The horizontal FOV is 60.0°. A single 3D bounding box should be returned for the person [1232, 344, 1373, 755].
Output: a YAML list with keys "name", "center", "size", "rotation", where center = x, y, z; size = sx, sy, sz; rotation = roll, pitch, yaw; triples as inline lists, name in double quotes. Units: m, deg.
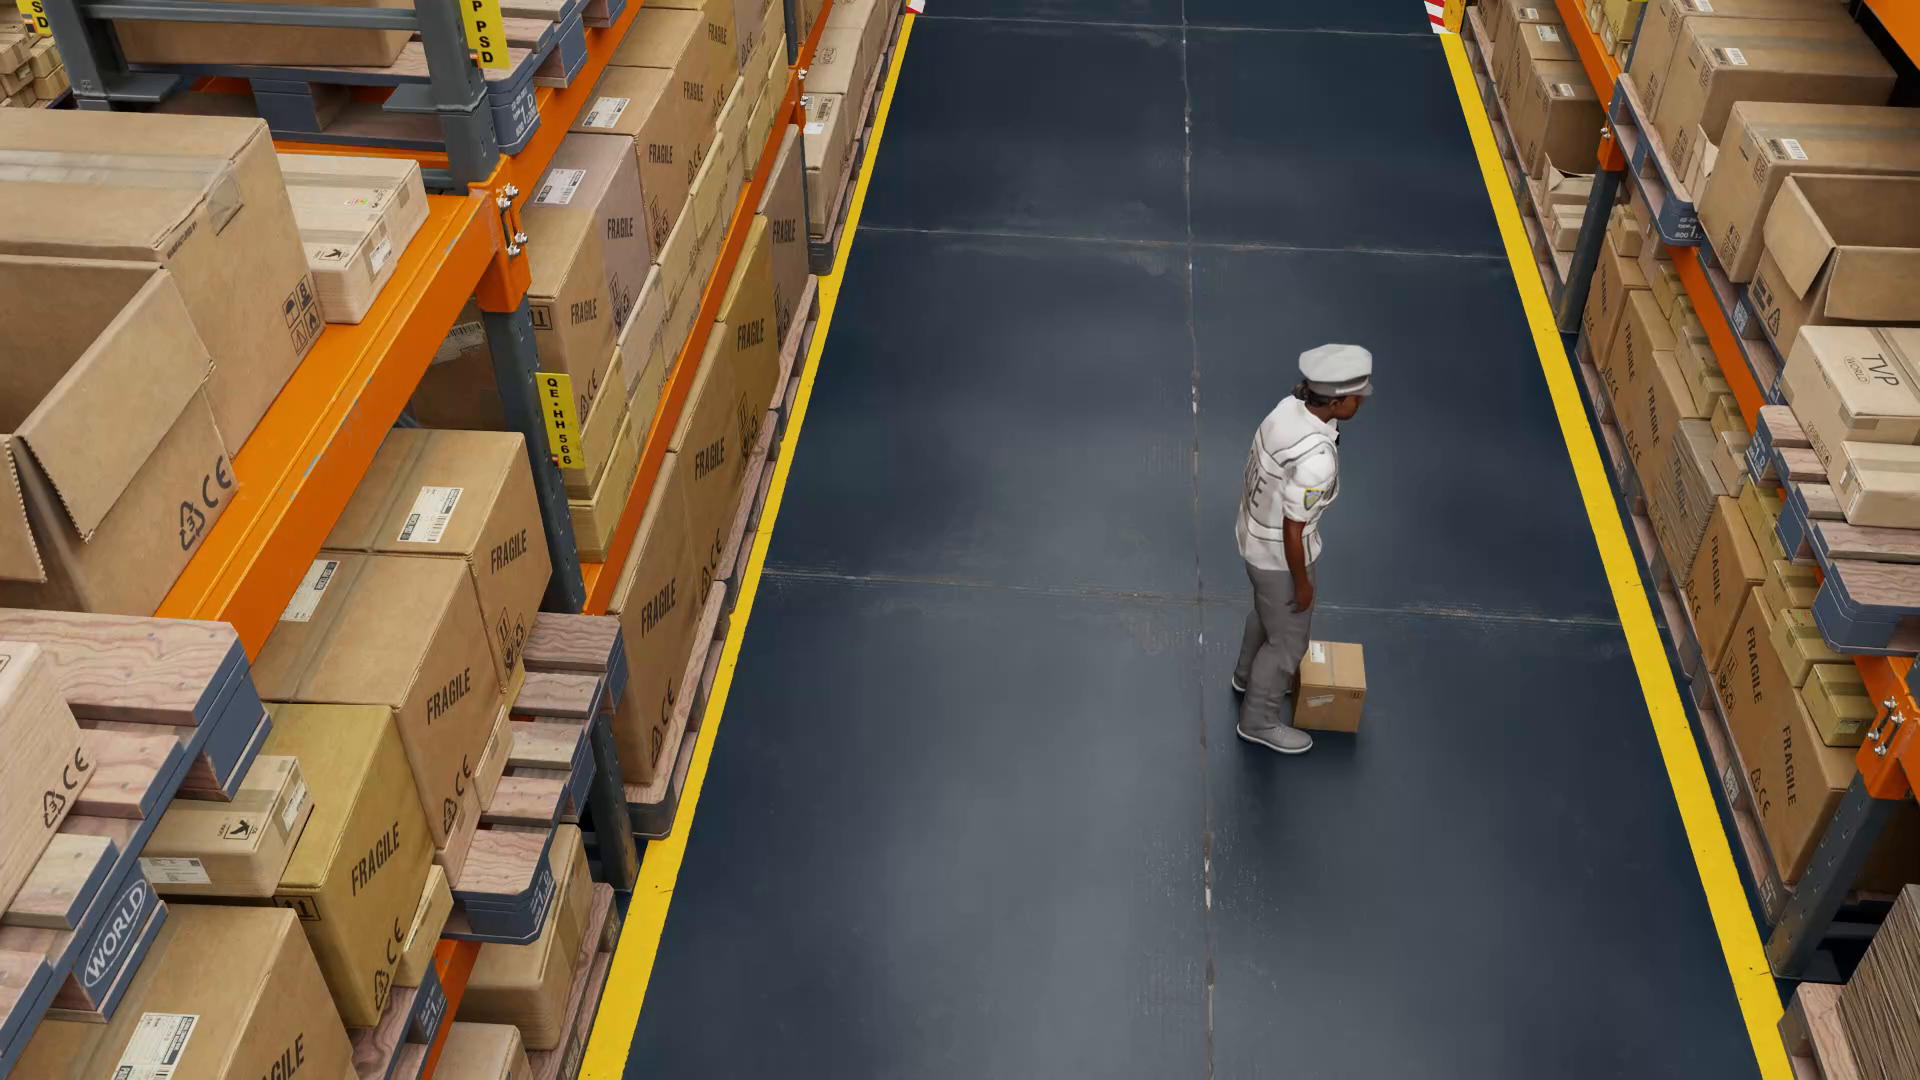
- name: "person"
  center: [1.214, 0.035, 6.118]
  size: [0.395, 1.656, 0.525]
  rotation: [1, 40, 1]
